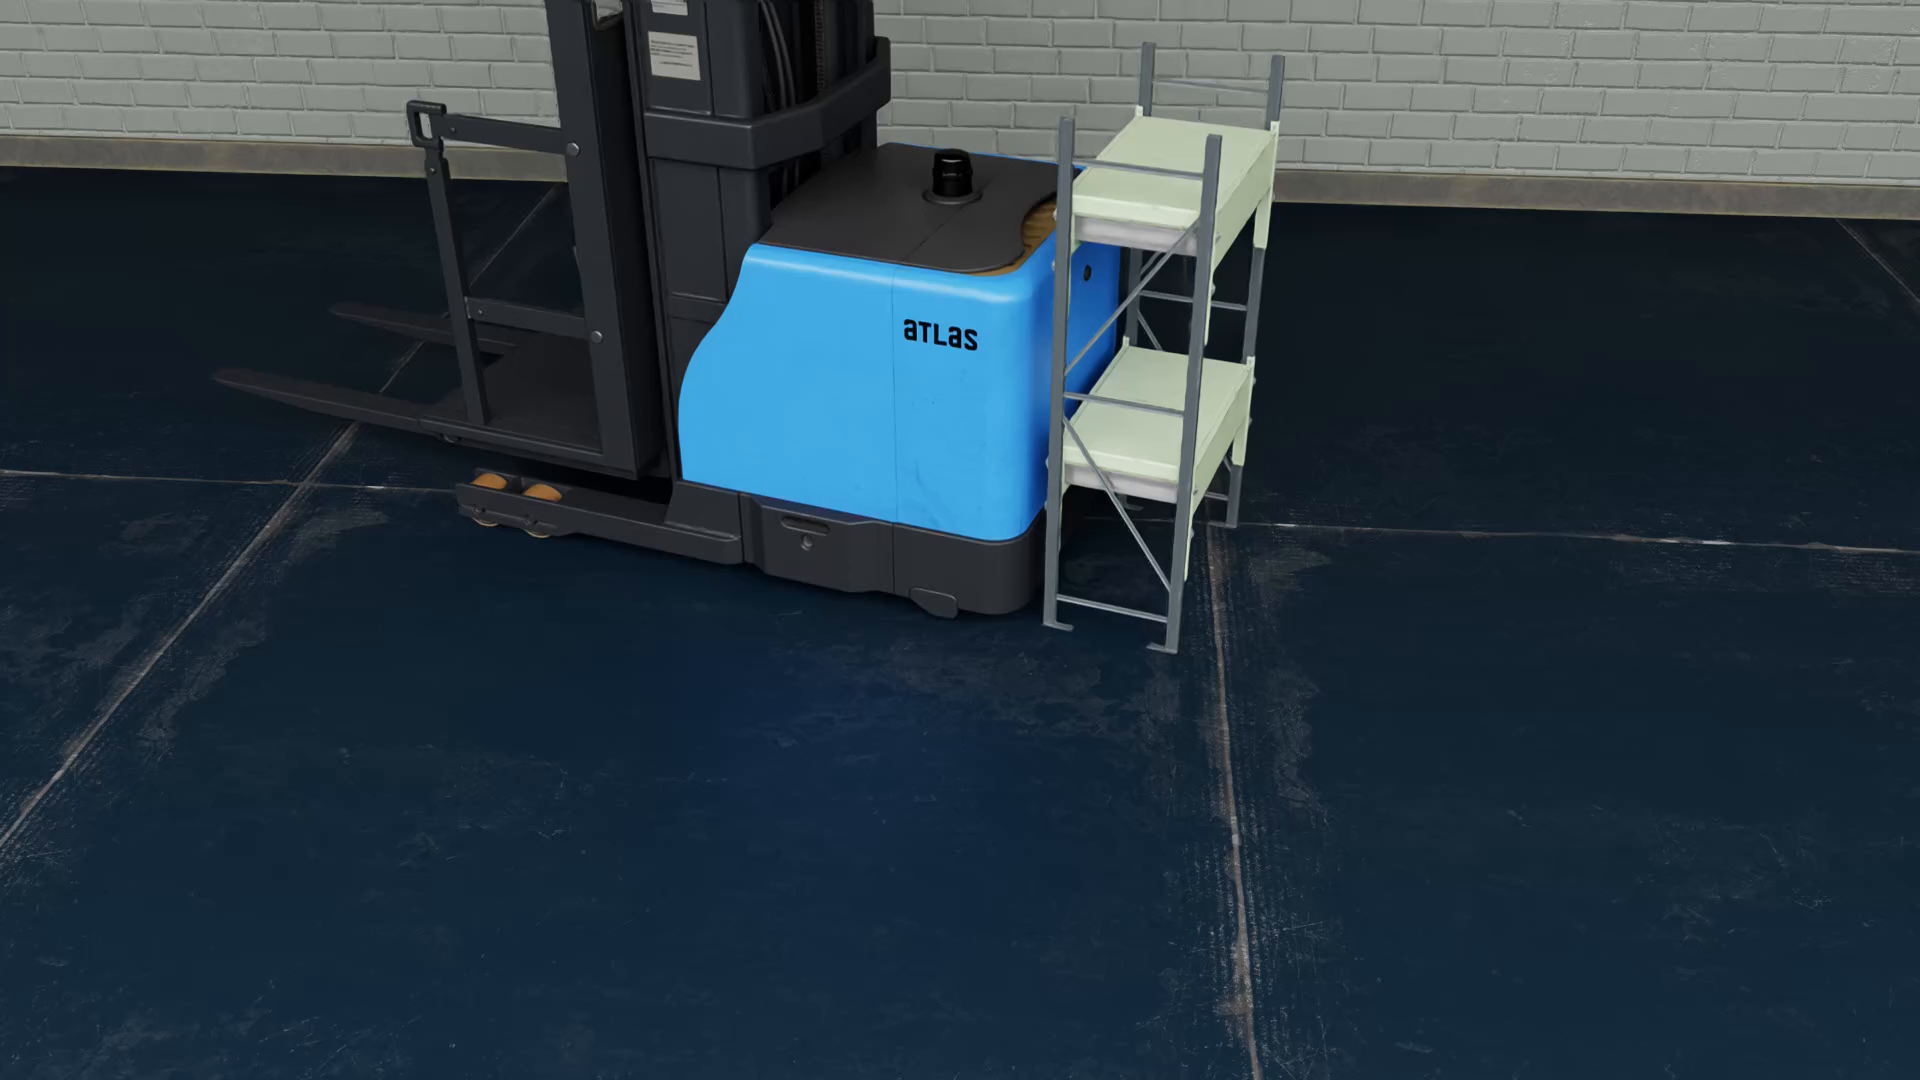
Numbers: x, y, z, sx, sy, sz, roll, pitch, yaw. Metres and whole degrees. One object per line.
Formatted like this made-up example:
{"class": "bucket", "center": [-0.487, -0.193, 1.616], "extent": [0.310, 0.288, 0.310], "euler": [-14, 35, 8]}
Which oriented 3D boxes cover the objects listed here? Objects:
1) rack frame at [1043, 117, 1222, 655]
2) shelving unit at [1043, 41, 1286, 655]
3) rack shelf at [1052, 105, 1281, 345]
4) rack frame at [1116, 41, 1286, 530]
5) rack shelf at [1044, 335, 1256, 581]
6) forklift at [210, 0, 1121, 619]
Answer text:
{"class": "rack frame", "center": [0.433, -0.356, 4.397], "extent": [0.400, 1.500, 0.023], "euler": [12, 33, 18]}
{"class": "shelving unit", "center": [0.565, -0.535, 4.688], "extent": [0.431, 1.500, 0.755], "euler": [12, 33, 18]}
{"class": "rack shelf", "center": [0.565, -0.867, 4.483], "extent": [0.431, 0.370, 0.720], "euler": [12, 33, 18]}
{"class": "rack frame", "center": [0.697, -0.714, 4.978], "extent": [0.400, 1.500, 0.023], "euler": [12, 33, 18]}
{"class": "rack shelf", "center": [0.564, -0.257, 4.859], "extent": [0.431, 0.370, 0.720], "euler": [12, 33, 18]}
{"class": "forklift", "center": [-1.062, -1.499, 4.888], "extent": [3.031, 2.935, 1.130], "euler": [11, 33, 18]}
